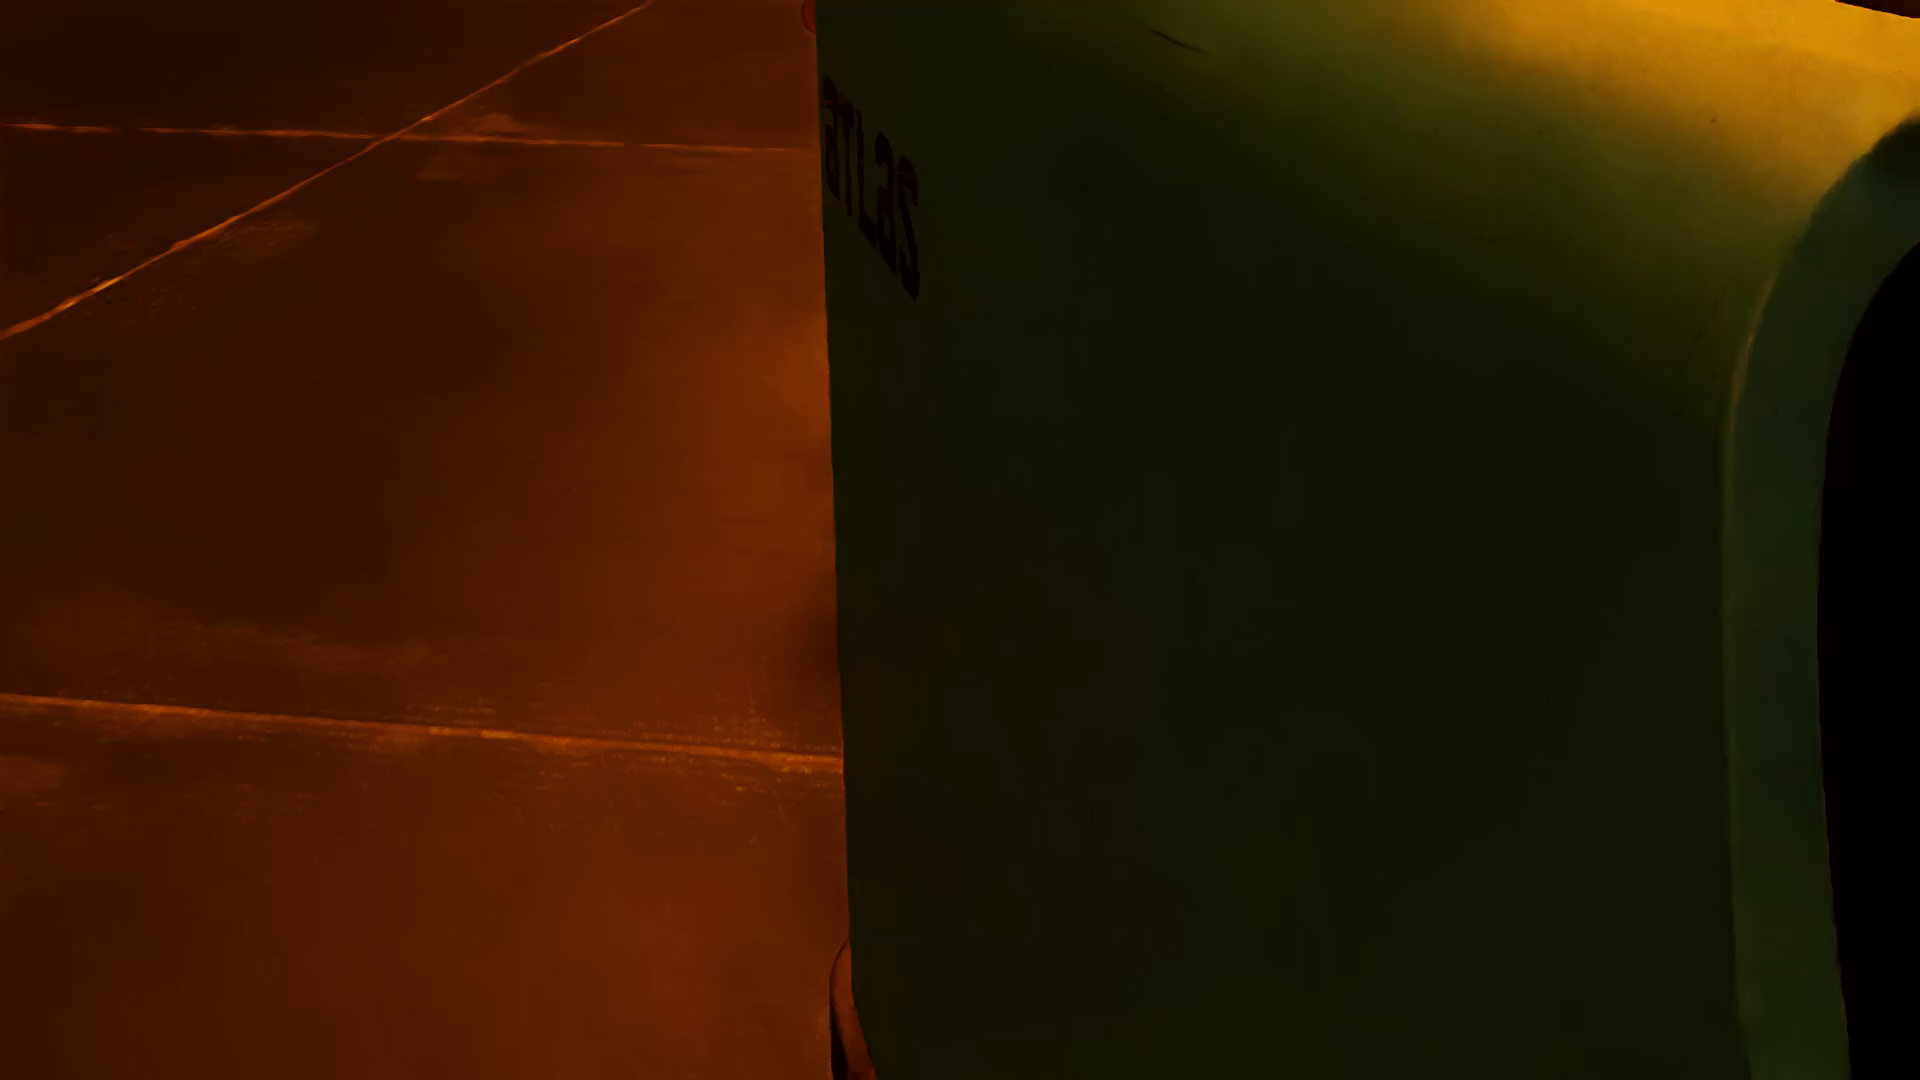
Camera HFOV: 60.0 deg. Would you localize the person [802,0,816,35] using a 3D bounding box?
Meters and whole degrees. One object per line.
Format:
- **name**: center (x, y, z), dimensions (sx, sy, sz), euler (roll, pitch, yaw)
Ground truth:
- **person**: center (0.009, -0.763, 2.141), dimensions (0.446, 1.692, 0.338), euler (3, 27, 7)
